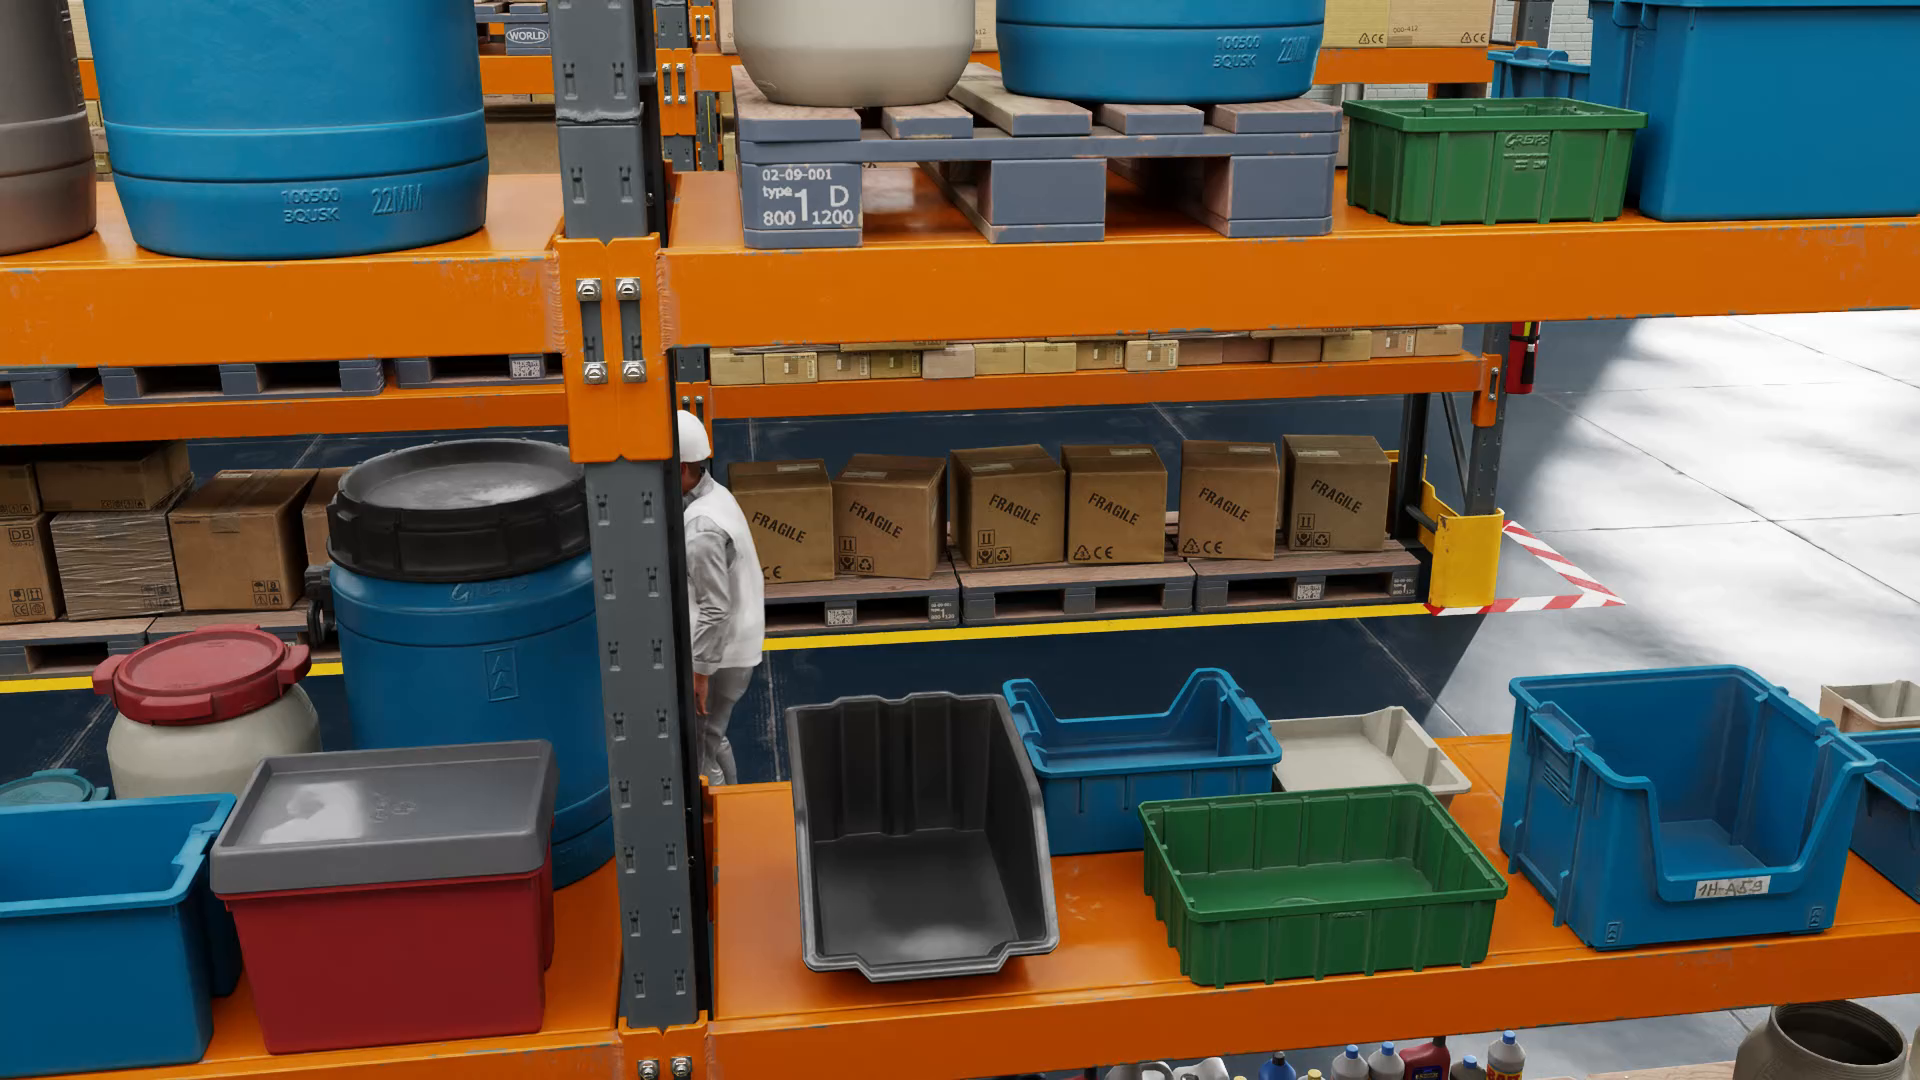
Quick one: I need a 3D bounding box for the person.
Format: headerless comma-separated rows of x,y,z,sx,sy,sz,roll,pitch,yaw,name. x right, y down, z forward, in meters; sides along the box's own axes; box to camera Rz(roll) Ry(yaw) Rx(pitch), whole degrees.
-0.930,0.387,5.960,0.467,1.773,0.593,-4,20,-10,person
